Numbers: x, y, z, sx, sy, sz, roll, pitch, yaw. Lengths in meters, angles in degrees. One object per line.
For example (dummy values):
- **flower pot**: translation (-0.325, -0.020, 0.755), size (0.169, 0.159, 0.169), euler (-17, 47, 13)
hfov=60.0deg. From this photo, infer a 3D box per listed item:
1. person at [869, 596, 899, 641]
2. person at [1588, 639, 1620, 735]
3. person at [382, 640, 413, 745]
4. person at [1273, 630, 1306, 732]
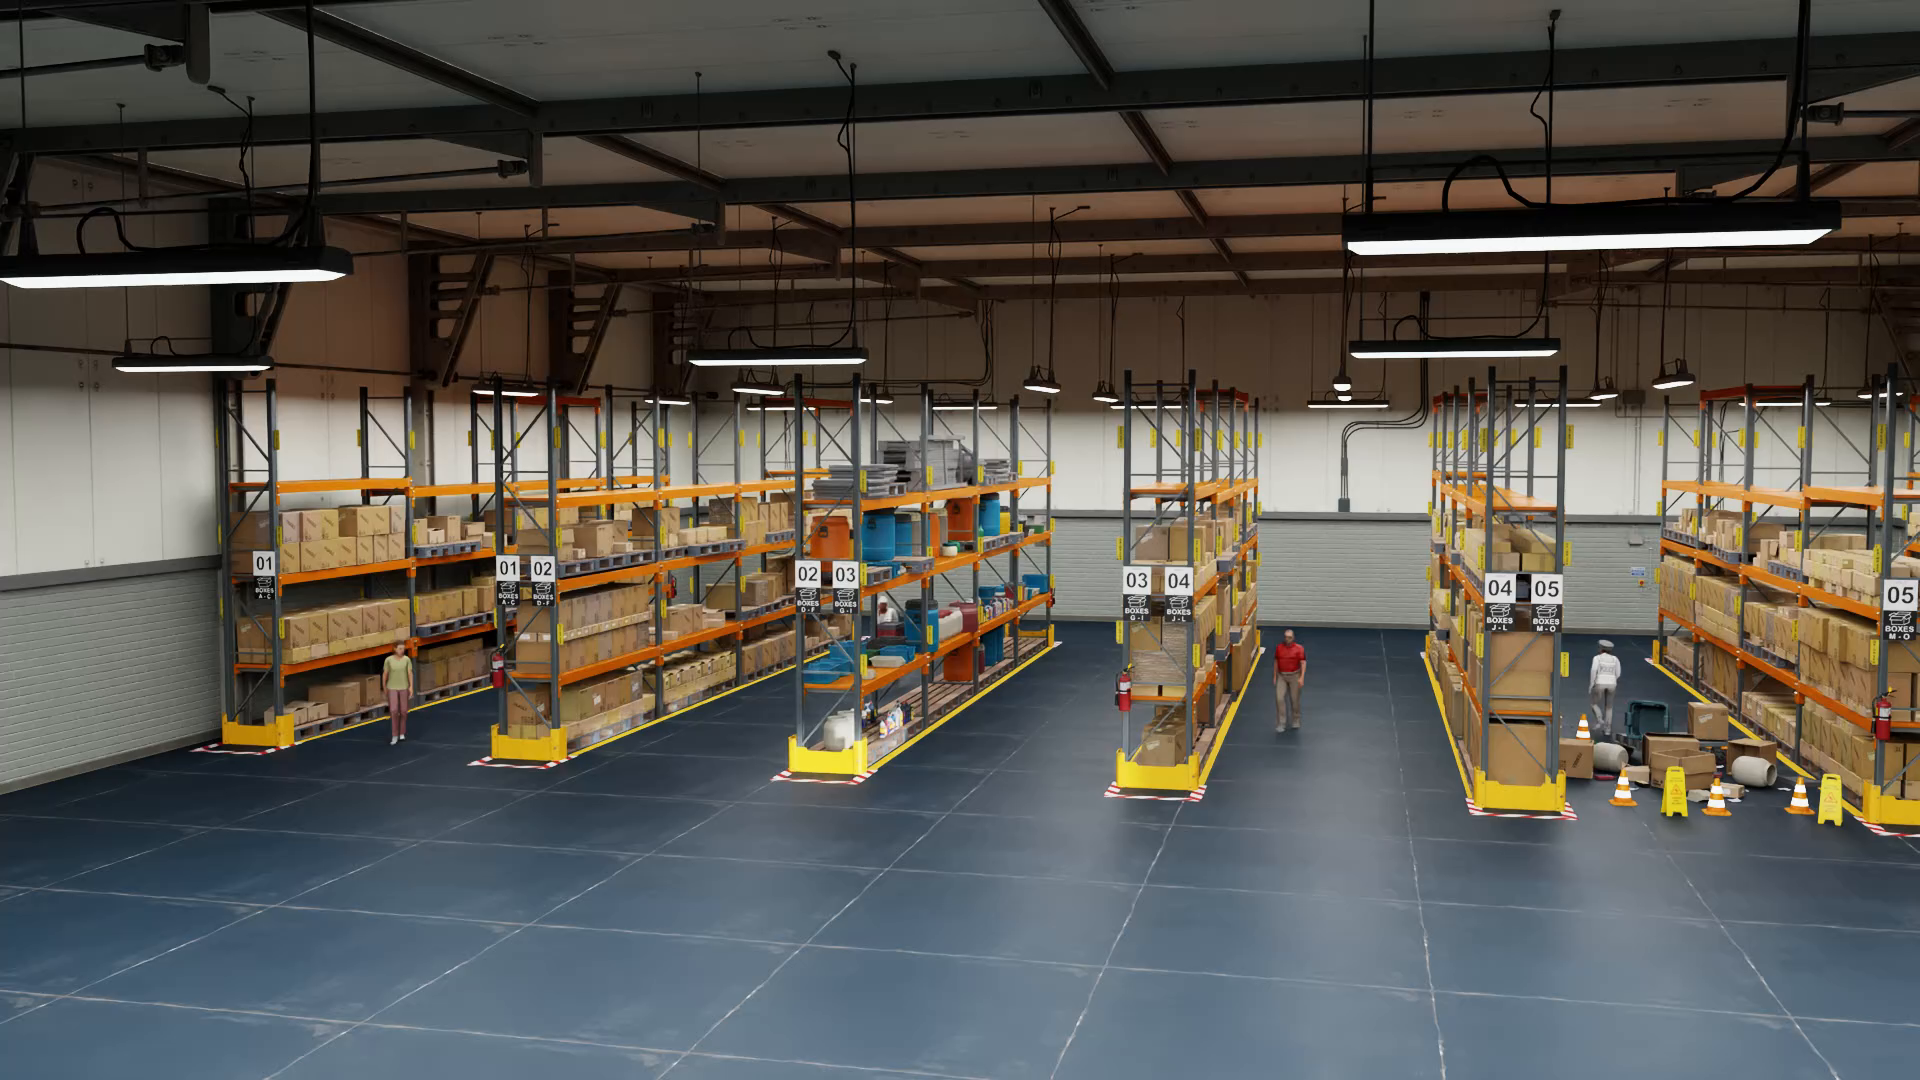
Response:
- **person**: translation (-1.528, 1.983, 33.498), size (0.640, 1.748, 0.761), euler (1, 3, 9)
- **person**: translation (11.028, 2.511, 28.461), size (0.530, 1.581, 0.691), euler (1, 4, 15)
- **person**: translation (-9.306, 2.529, 27.609), size (0.470, 1.721, 0.591), euler (-2, 4, -29)
- **person**: translation (5.688, 2.427, 28.772), size (0.602, 1.758, 0.639), euler (2, 4, 29)
